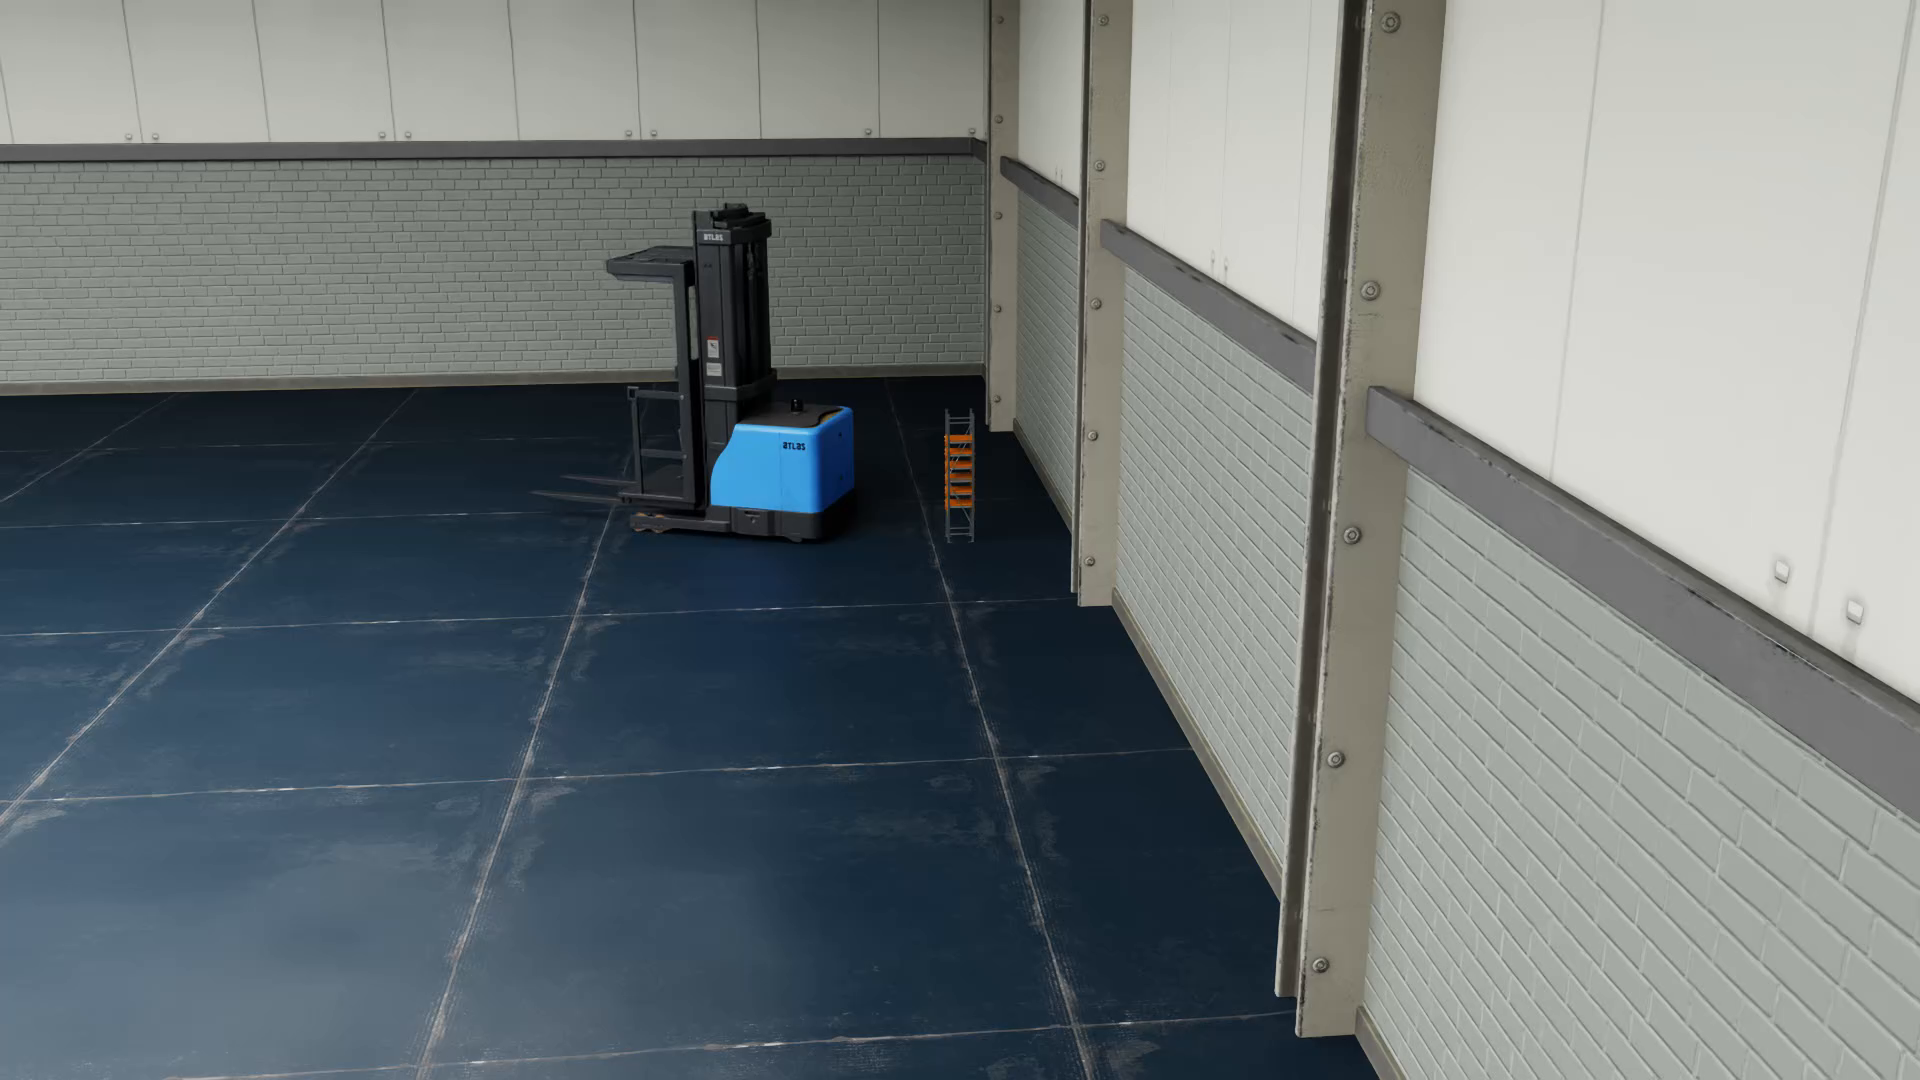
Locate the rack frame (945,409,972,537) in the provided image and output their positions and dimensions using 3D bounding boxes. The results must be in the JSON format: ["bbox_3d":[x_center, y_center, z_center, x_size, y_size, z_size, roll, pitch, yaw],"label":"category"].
[{"bbox_3d":[-0.011,-0.604,15.098,0.240,1.200,0.006,-2,18,-6],"label":"rack frame"}]

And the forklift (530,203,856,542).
[{"bbox_3d":[-2.562,-1.608,15.405,3.031,2.935,1.130,5,18,15],"label":"forklift"}]

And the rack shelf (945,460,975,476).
[{"bbox_3d":[-0.002,-0.649,14.988,0.258,0.103,0.180,-2,18,-6],"label":"rack shelf"}]

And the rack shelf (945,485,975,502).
[{"bbox_3d":[-0.002,-0.420,15.060,0.258,0.103,0.180,-2,18,-6],"label":"rack shelf"}]

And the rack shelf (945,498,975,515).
[{"bbox_3d":[-0.001,-0.305,15.096,0.258,0.103,0.180,-2,18,-6],"label":"rack shelf"}]

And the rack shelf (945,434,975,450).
[{"bbox_3d":[-0.002,-0.878,14.917,0.258,0.103,0.180,-2,18,-6],"label":"rack shelf"}]

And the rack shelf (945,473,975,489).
[{"bbox_3d":[-0.002,-0.534,15.024,0.258,0.103,0.180,-2,18,-6],"label":"rack shelf"}]

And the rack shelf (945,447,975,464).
[{"bbox_3d":[-0.002,-0.763,14.953,0.258,0.103,0.180,-2,18,-6],"label":"rack shelf"}]

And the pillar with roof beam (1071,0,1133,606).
[{"bbox_3d":[-3.187,-3.687,11.896,9.100,9.000,0.400,-2,18,-6],"label":"pillar with roof beam"}]

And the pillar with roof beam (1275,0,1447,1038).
[{"bbox_3d":[-2.569,-1.899,6.202,9.100,9.000,0.400,-2,18,-6],"label":"pillar with roof beam"}]

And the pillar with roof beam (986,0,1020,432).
[{"bbox_3d":[-3.806,-5.474,17.590,9.100,9.000,0.400,-2,18,-6],"label":"pillar with roof beam"}]

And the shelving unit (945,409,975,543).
[{"bbox_3d":[-0.002,-0.577,15.011,0.258,1.200,0.189,-2,18,-6],"label":"shelving unit"}]

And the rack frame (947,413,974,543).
[{"bbox_3d":[0.008,-0.550,14.924,0.240,1.200,0.006,-2,18,-6],"label":"rack frame"}]
